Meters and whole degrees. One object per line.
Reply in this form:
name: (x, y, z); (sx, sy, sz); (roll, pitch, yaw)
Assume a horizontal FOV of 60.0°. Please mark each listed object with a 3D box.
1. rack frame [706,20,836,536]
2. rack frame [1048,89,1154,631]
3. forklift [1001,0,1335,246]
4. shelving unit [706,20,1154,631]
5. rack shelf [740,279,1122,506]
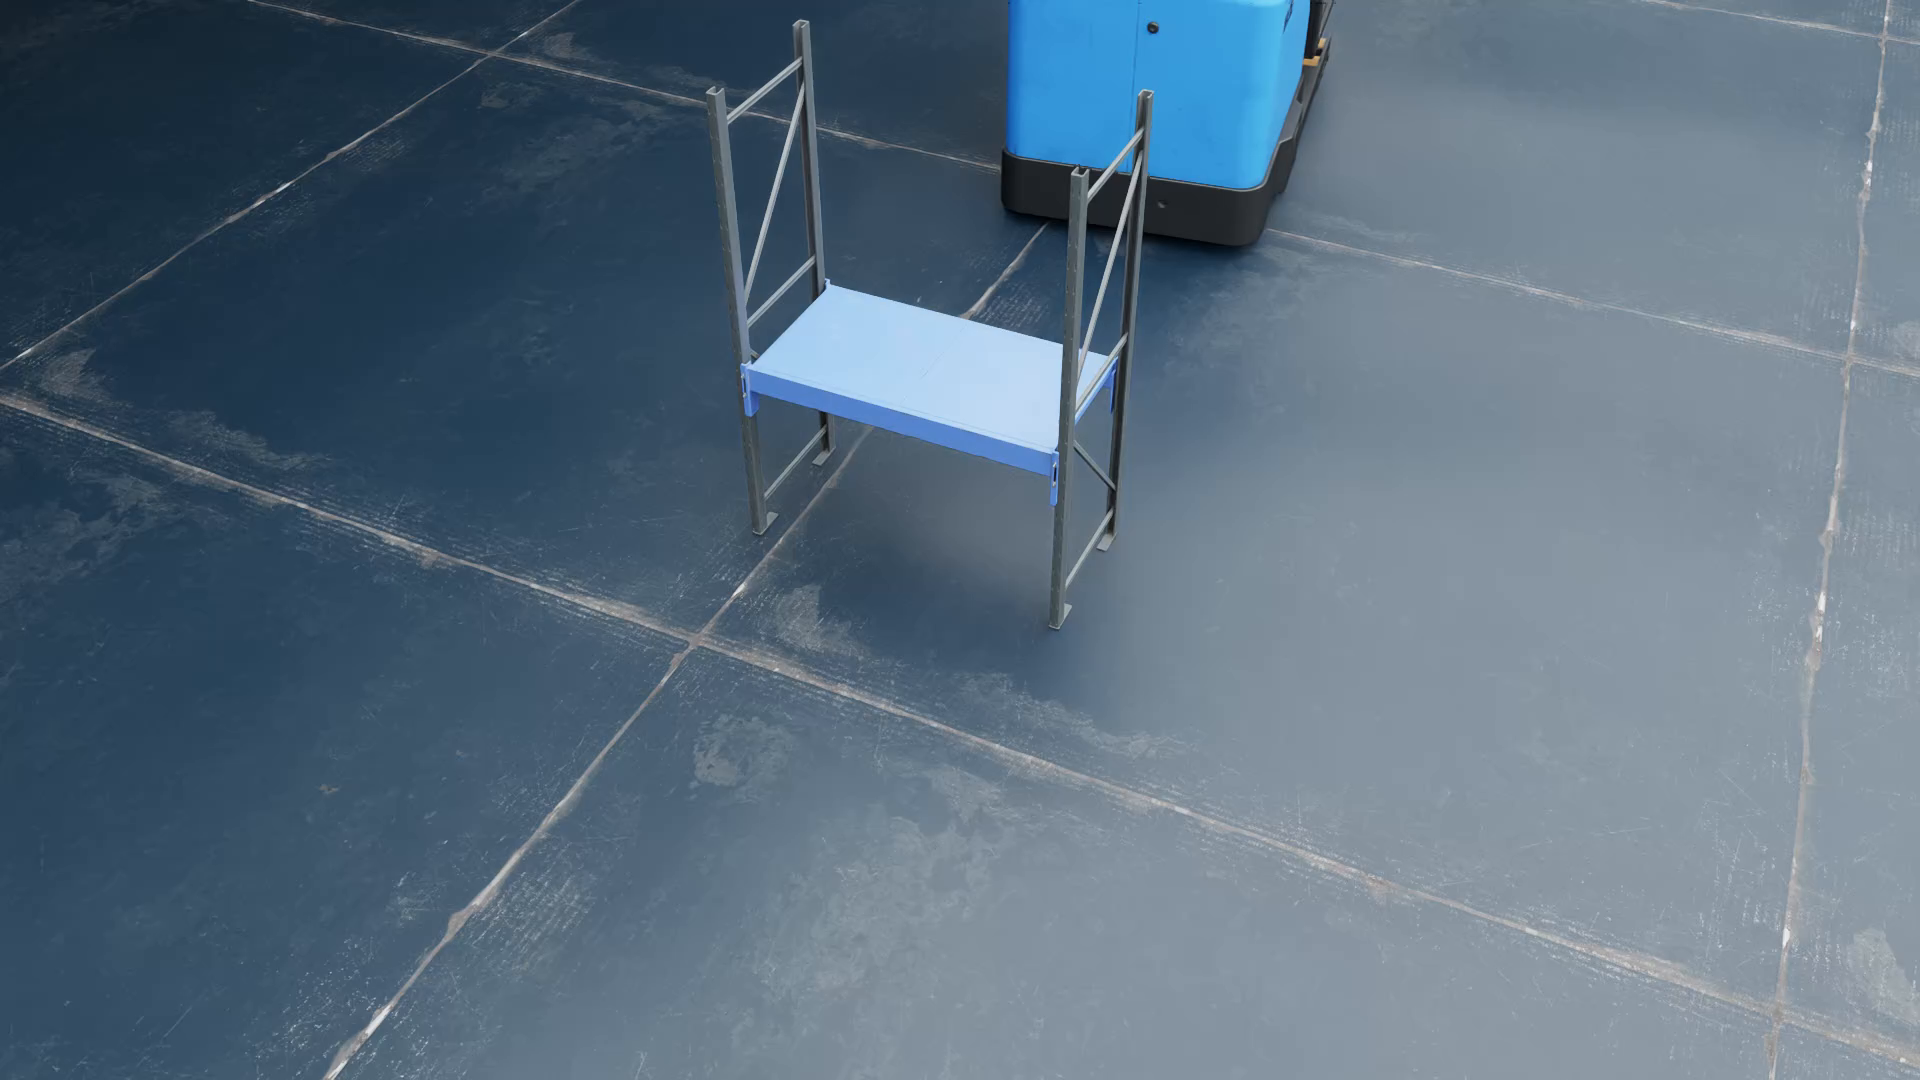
rack frame: (-0.538, -0.731, 4.948); (0.032, 1.500, 0.500); (17, 44, 19)
rack frame: (0.383, -0.450, 4.624); (0.032, 1.500, 0.500); (17, 44, 19)
forklift: (1.093, -3.226, 6.734); (1.130, 2.935, 3.031); (12, 42, 13)
shelving unit: (-0.077, -0.590, 4.786); (1.048, 1.500, 0.538); (17, 44, 19)
rack shelf: (-0.077, -0.454, 4.904); (1.000, 0.185, 0.538); (17, 44, 19)
